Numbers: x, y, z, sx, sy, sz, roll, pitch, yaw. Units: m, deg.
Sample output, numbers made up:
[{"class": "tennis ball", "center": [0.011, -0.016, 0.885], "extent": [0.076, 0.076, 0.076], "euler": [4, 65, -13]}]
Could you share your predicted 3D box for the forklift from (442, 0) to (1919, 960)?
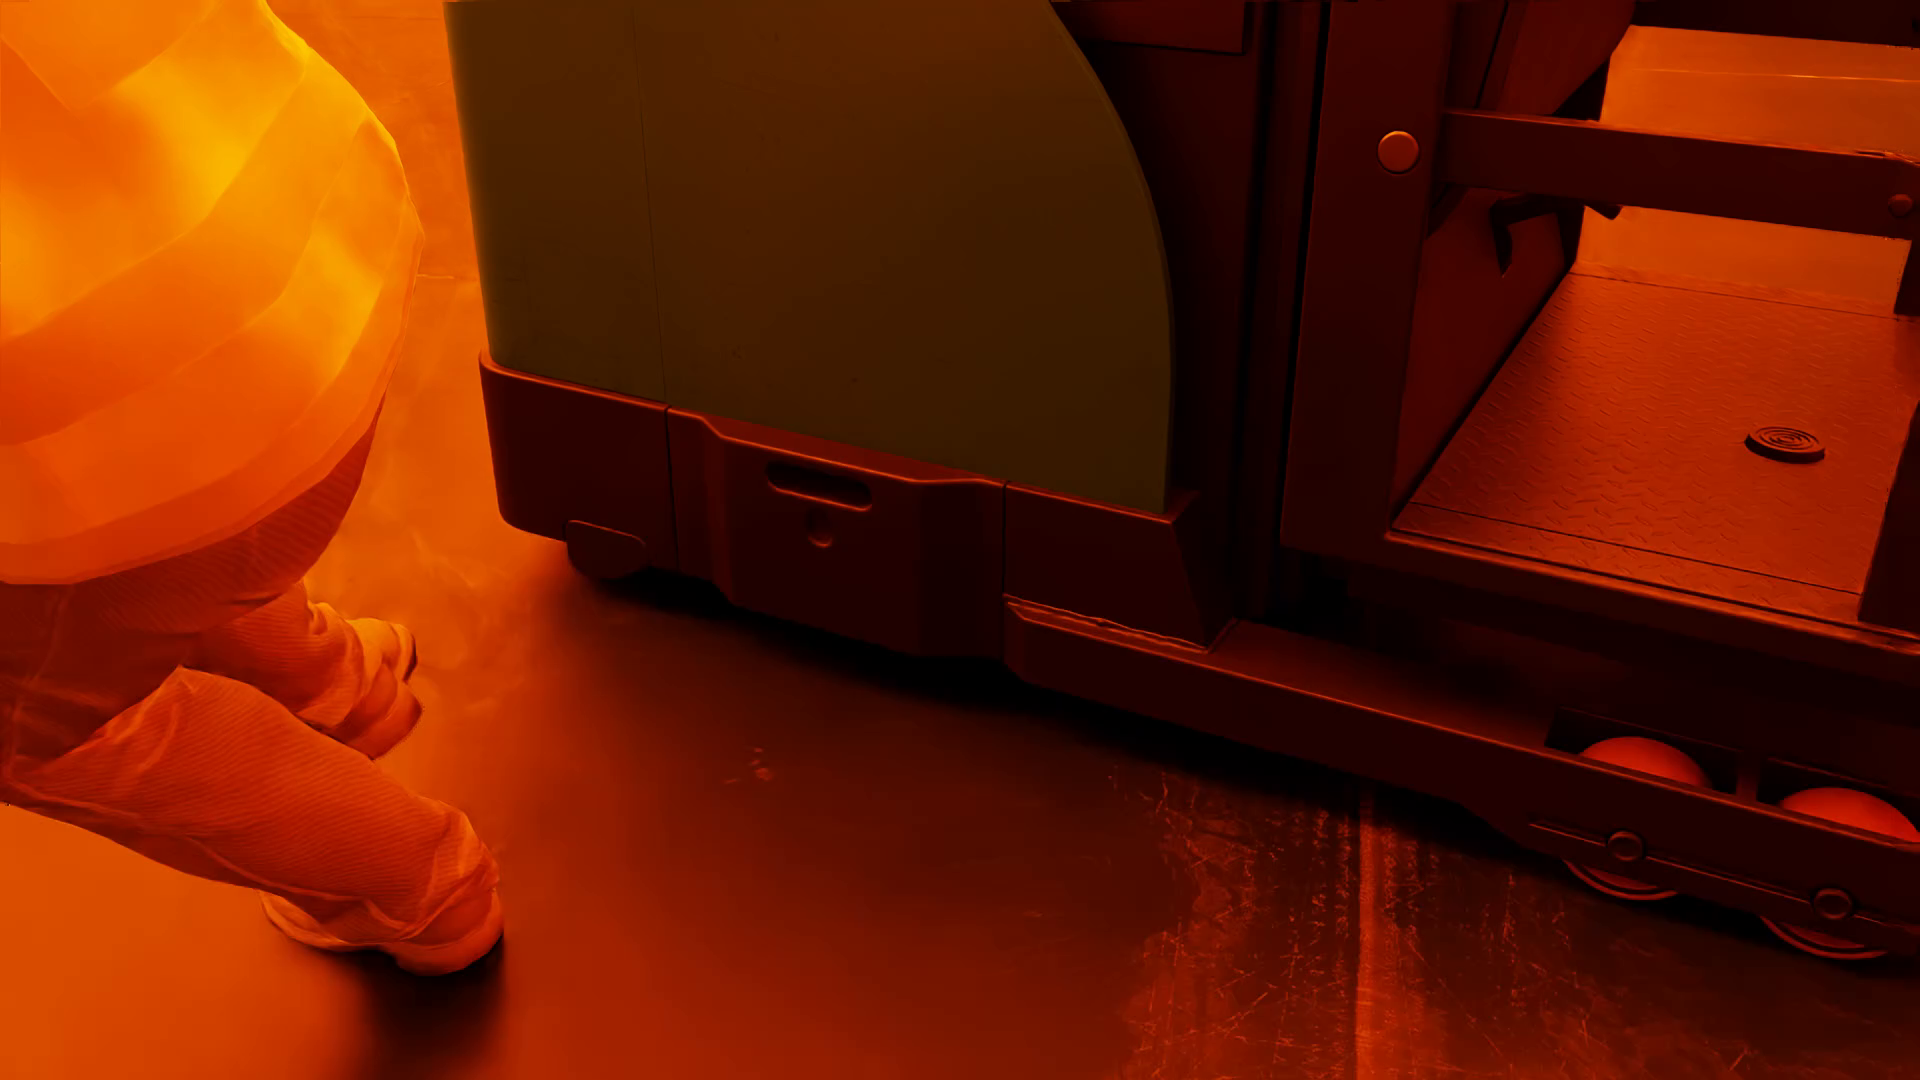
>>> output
[{"class": "forklift", "center": [0.869, -1.163, 1.552], "extent": [3.031, 2.935, 1.130], "euler": [14, 30, 25]}]

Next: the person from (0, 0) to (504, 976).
[{"class": "person", "center": [-0.826, -0.194, 1.222], "extent": [0.928, 1.519, 1.089], "euler": [1, 27, 3]}]
